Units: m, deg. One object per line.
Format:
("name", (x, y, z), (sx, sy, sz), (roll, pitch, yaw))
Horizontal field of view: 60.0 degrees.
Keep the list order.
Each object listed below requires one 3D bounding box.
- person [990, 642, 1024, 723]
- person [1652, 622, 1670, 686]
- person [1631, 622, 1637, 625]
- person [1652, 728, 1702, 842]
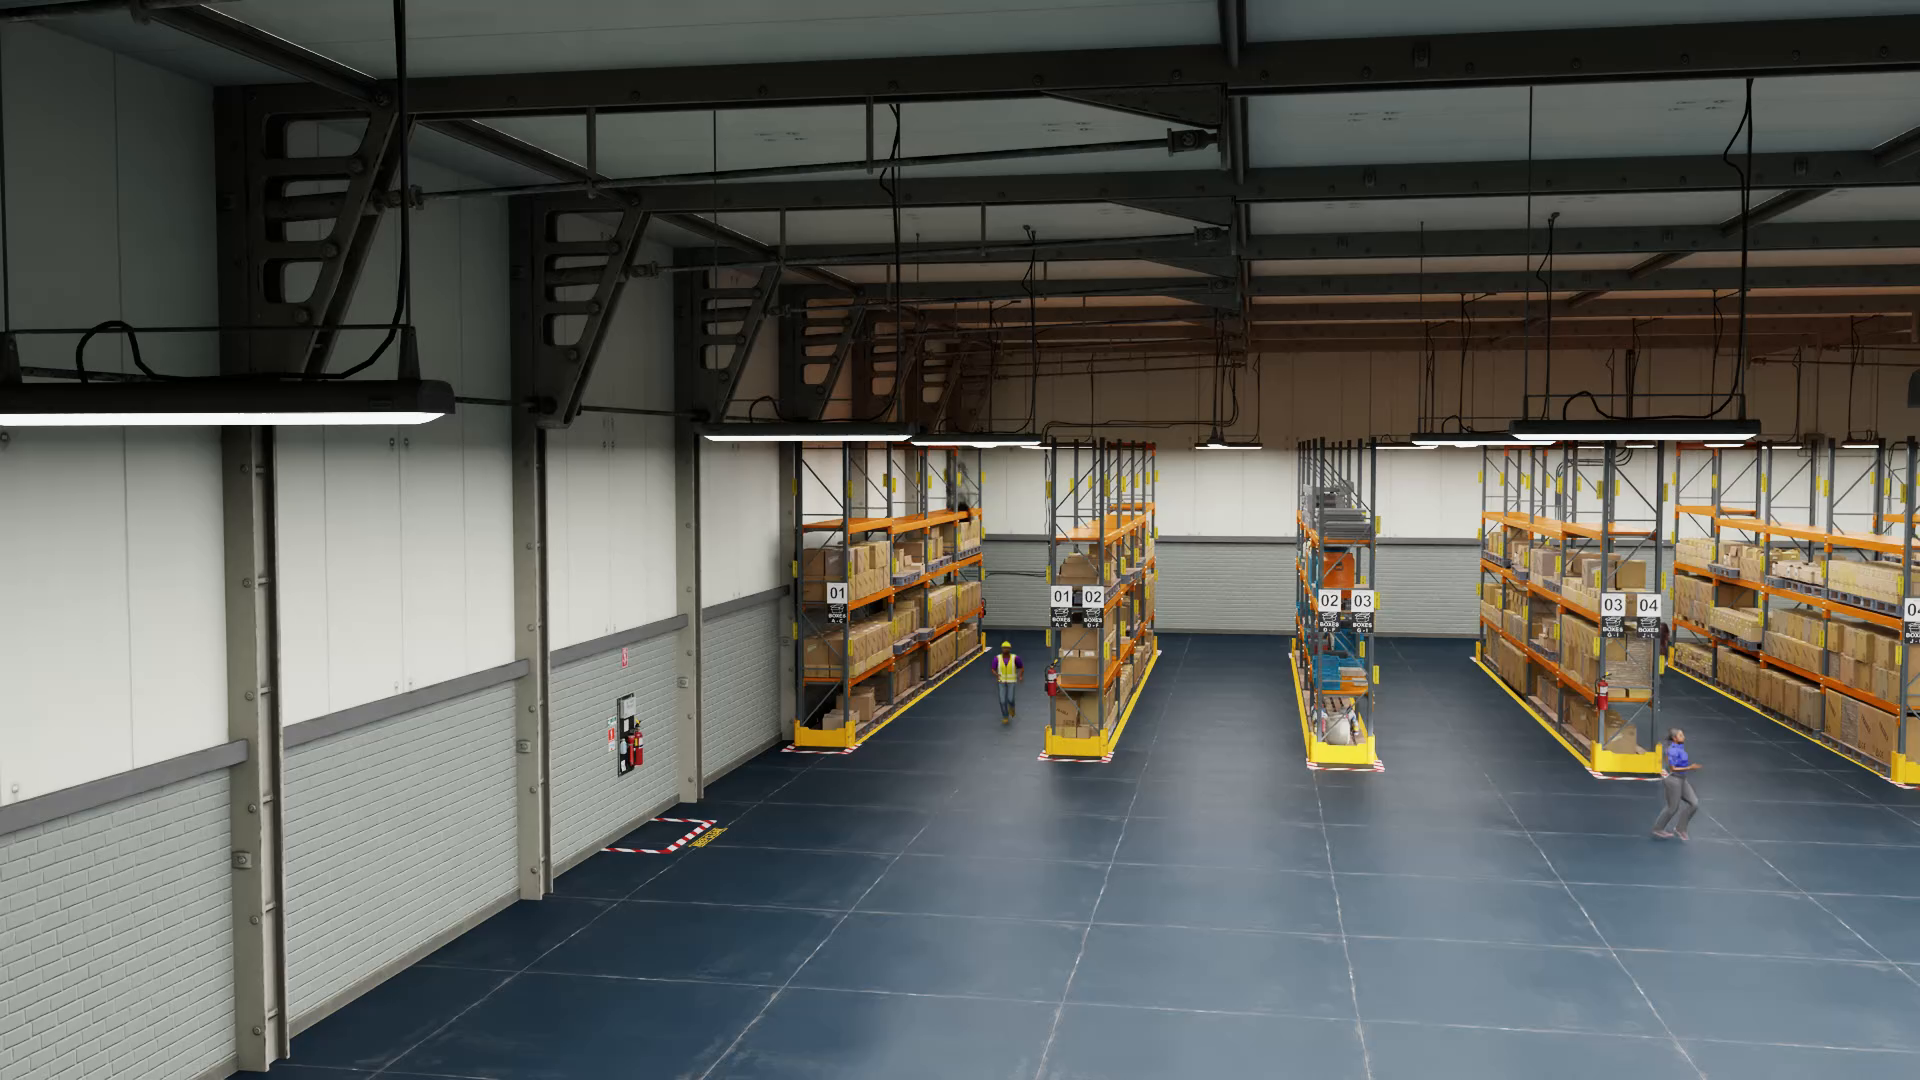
("person", (0.984, 3.006, 35.082), (0.698, 1.723, 0.579), (0, 3, 6))
("person", (17.137, 2.679, 40.903), (0.684, 1.823, 0.765), (1, 3, 12))
("person", (18.493, 2.467, 45.665), (0.599, 1.685, 0.751), (-2, 3, -27))
("person", (10.556, 3.610, 24.430), (0.680, 1.699, 0.553), (3, 4, 40))
